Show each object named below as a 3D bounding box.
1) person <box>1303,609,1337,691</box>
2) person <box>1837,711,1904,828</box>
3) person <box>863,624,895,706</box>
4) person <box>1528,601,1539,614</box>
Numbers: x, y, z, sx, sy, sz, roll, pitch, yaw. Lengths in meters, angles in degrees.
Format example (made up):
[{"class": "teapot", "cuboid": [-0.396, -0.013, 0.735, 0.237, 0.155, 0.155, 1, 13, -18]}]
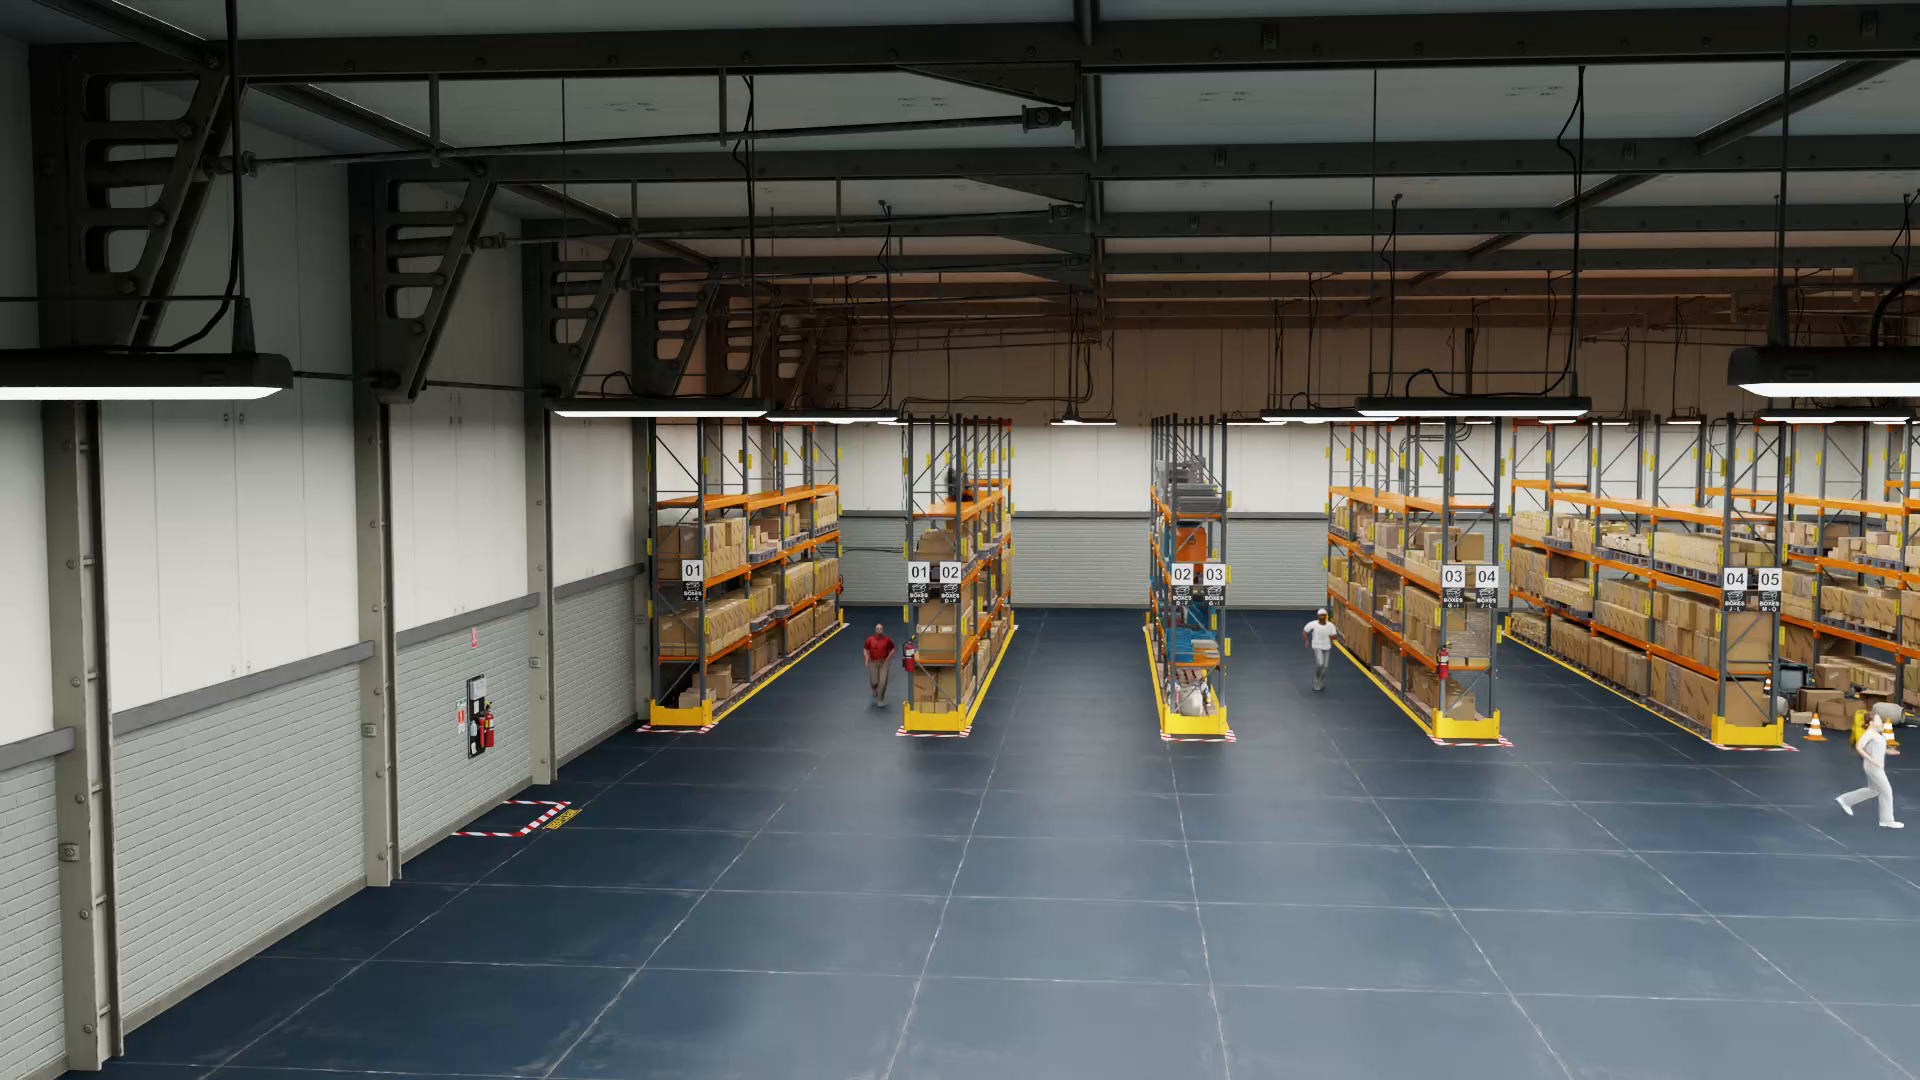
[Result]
[{"class": "person", "cuboid": [7.905, 2.399, 36.361, 0.671, 1.801, 0.728, -1, 4, -8]}, {"class": "person", "cuboid": [13.121, 3.281, 23.947, 0.881, 1.642, 0.577, 3, 5, 36]}, {"class": "person", "cuboid": [-1.668, 2.576, 34.389, 0.664, 1.684, 0.602, 0, 4, -4]}, {"class": "person", "cuboid": [16.437, 1.774, 47.307, 0.547, 1.558, 0.542, 0, 4, -1]}]
